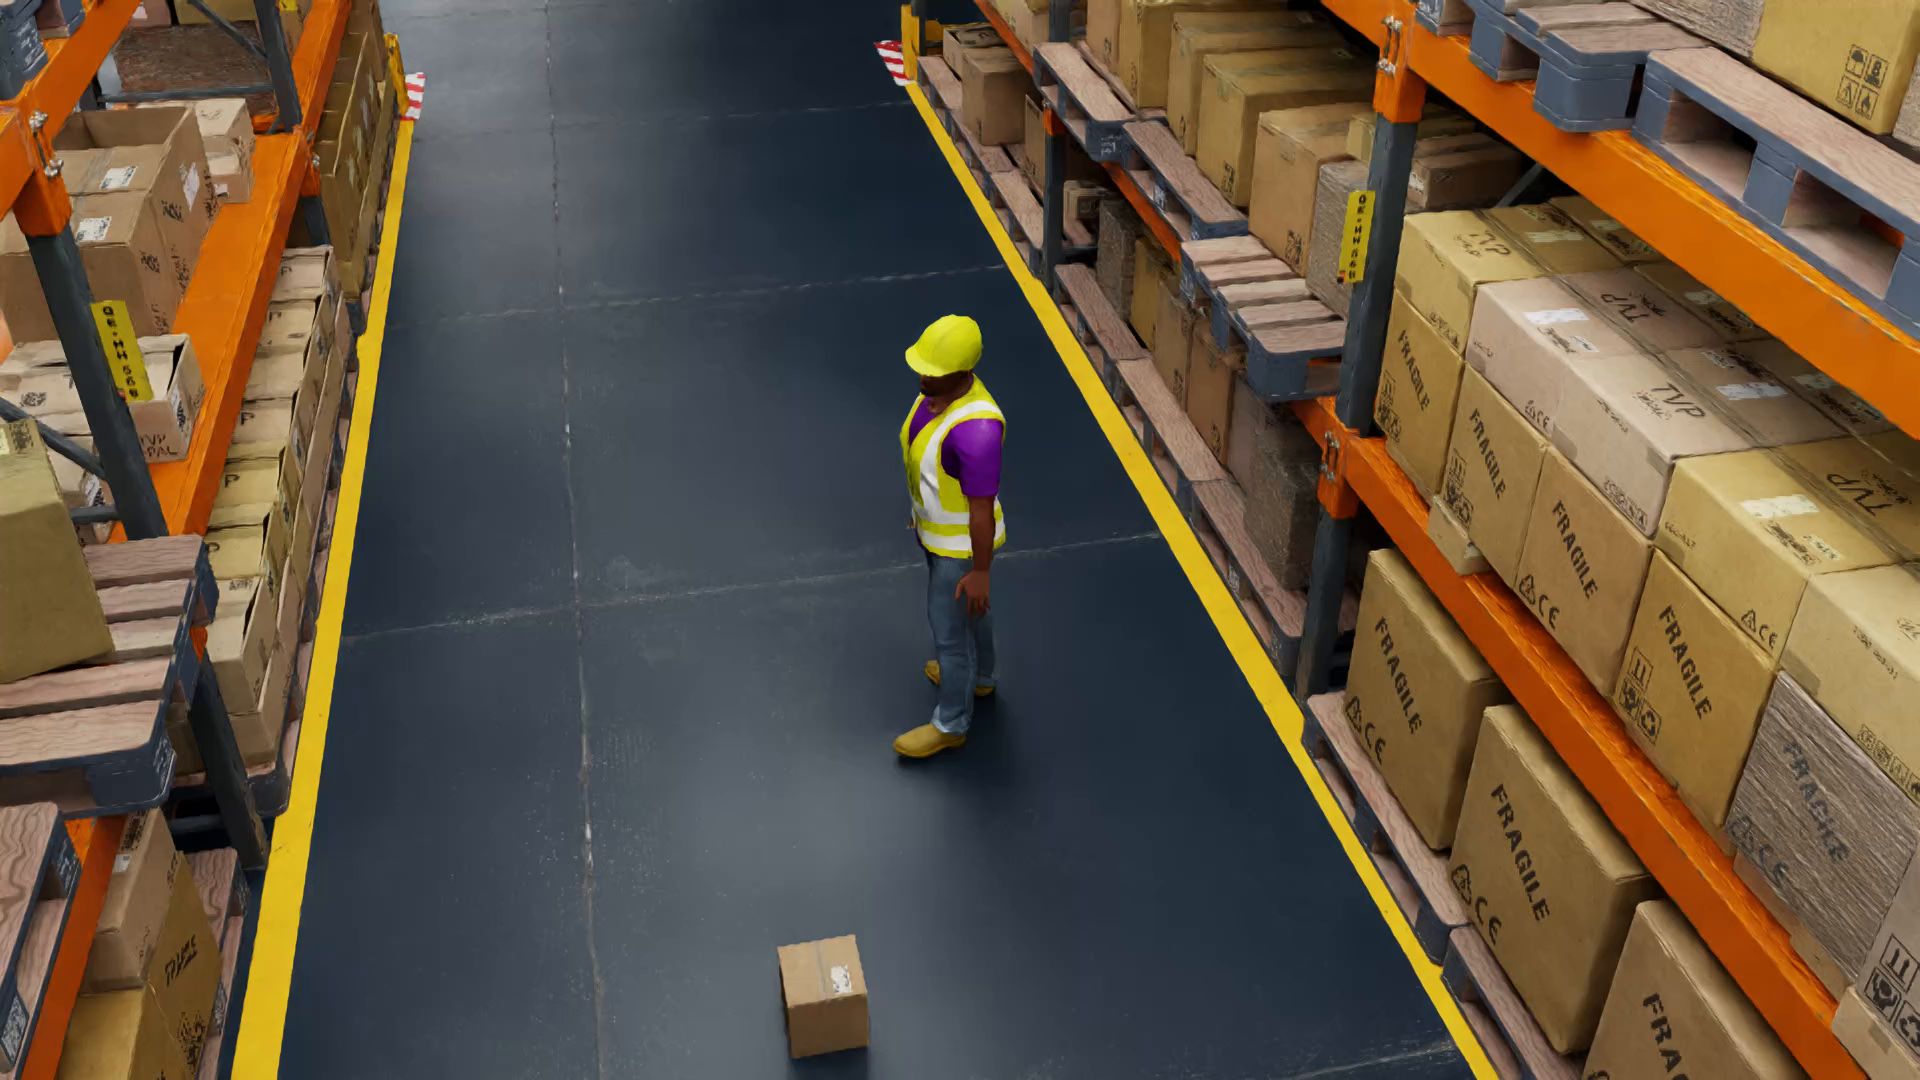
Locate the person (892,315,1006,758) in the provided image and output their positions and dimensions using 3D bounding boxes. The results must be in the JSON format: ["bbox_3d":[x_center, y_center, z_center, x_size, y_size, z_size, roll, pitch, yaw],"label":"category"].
[{"bbox_3d":[-0.060,-0.015,6.109,0.494,1.759,0.651,-8,35,-11],"label":"person"}]
